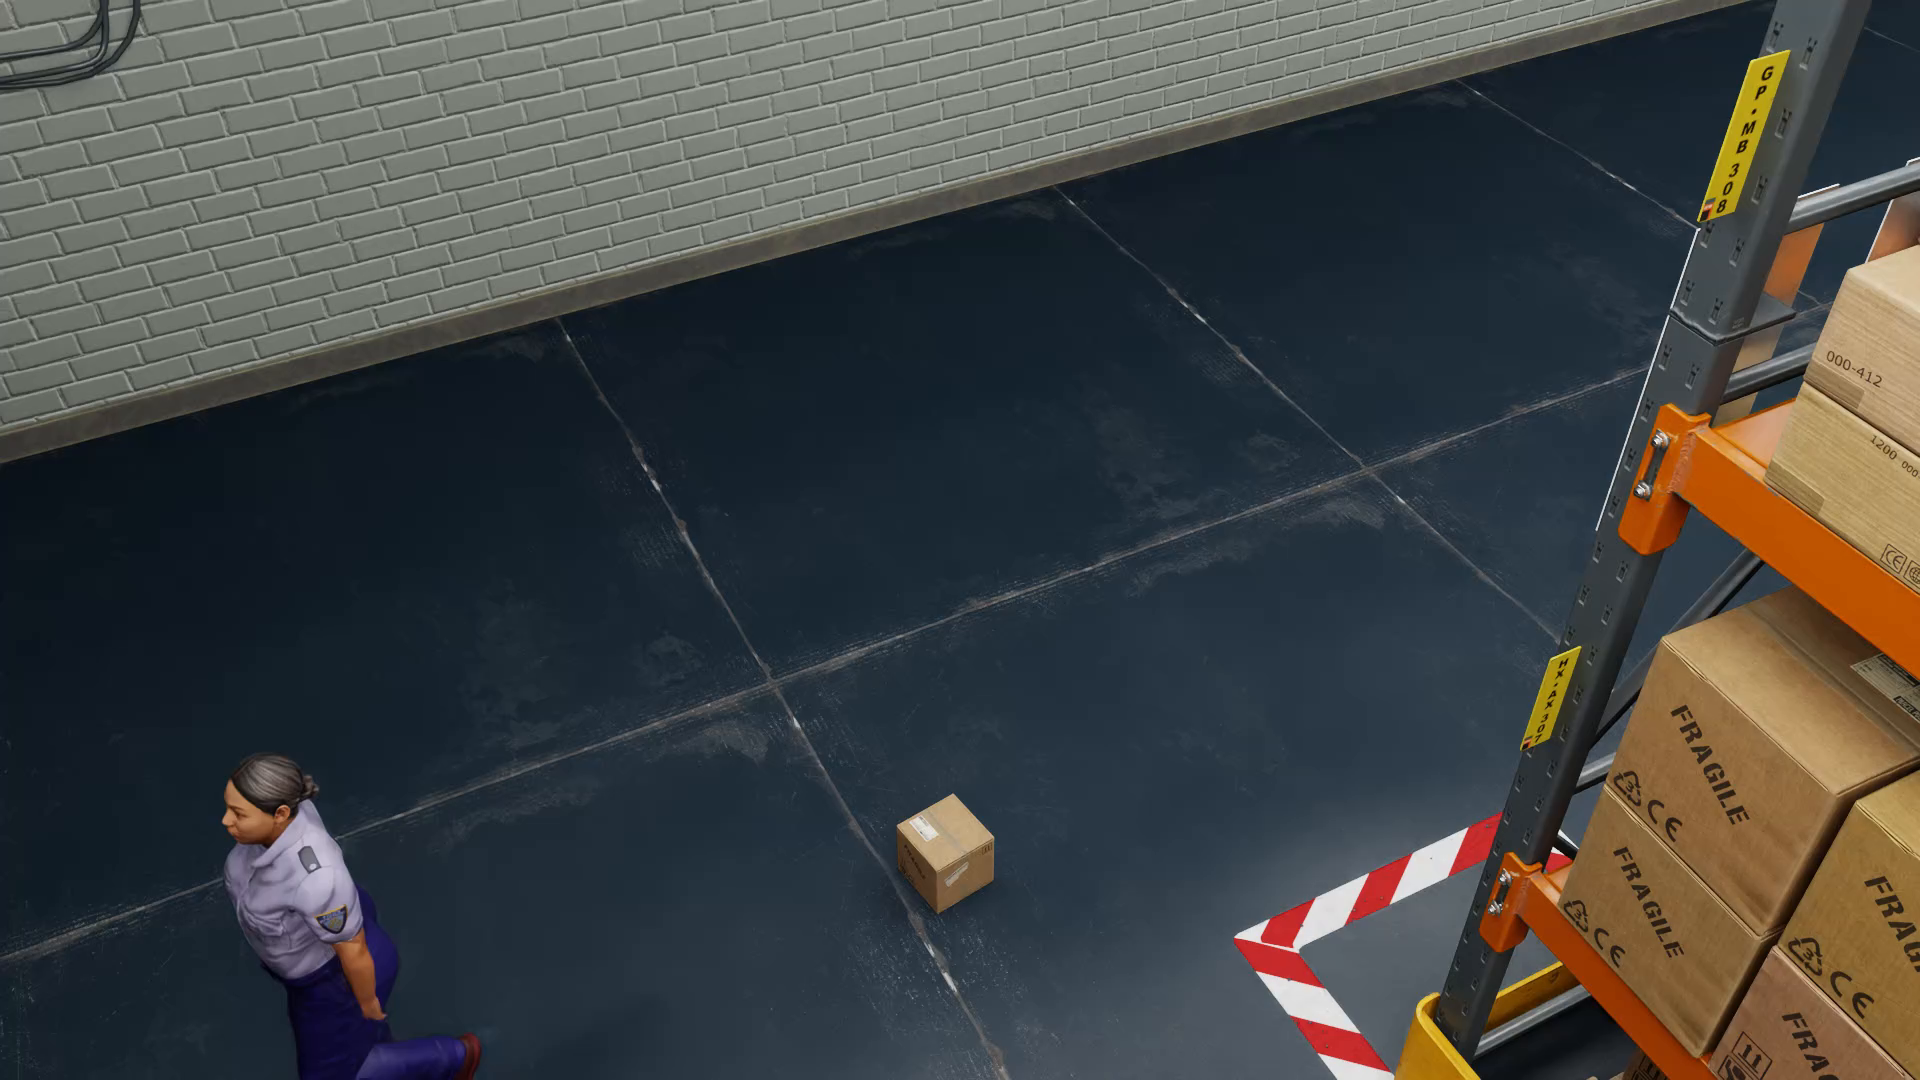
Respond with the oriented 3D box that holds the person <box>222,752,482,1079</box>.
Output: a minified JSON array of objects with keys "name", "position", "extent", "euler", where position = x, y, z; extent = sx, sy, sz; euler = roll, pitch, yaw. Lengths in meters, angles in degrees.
[{"name":"person","position":[-1.785,1.187,4.797],"extent":[0.481,1.631,0.472],"euler":[-25,47,-26]}]
